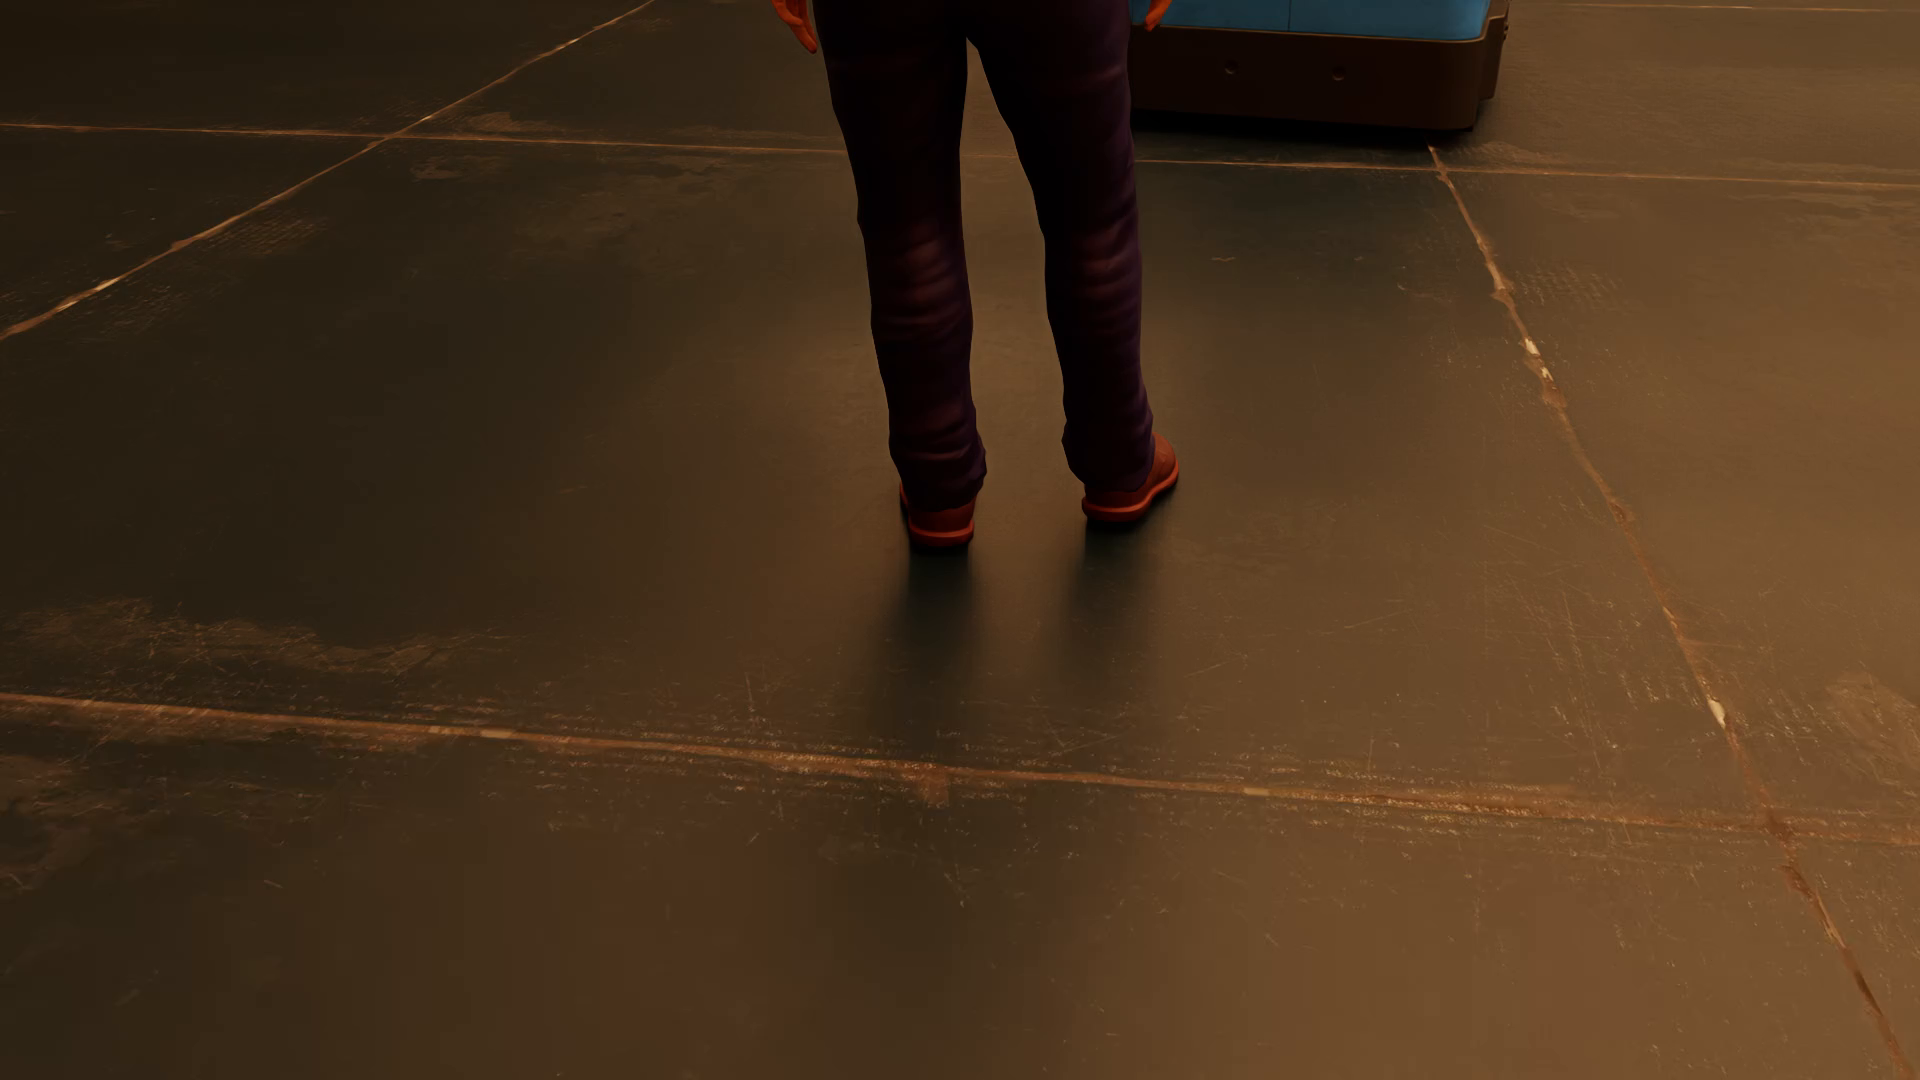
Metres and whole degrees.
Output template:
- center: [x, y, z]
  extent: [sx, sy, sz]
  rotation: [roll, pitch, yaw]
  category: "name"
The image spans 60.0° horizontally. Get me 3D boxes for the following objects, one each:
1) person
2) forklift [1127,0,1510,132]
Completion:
- center: [0.035, -0.783, 2.205]
  extent: [0.598, 1.651, 0.503]
  rotation: [3, 27, 7]
  category: "person"
- center: [1.393, -3.088, 5.407]
  extent: [1.130, 2.935, 3.031]
  rotation: [8, 28, 16]
  category: "forklift"
